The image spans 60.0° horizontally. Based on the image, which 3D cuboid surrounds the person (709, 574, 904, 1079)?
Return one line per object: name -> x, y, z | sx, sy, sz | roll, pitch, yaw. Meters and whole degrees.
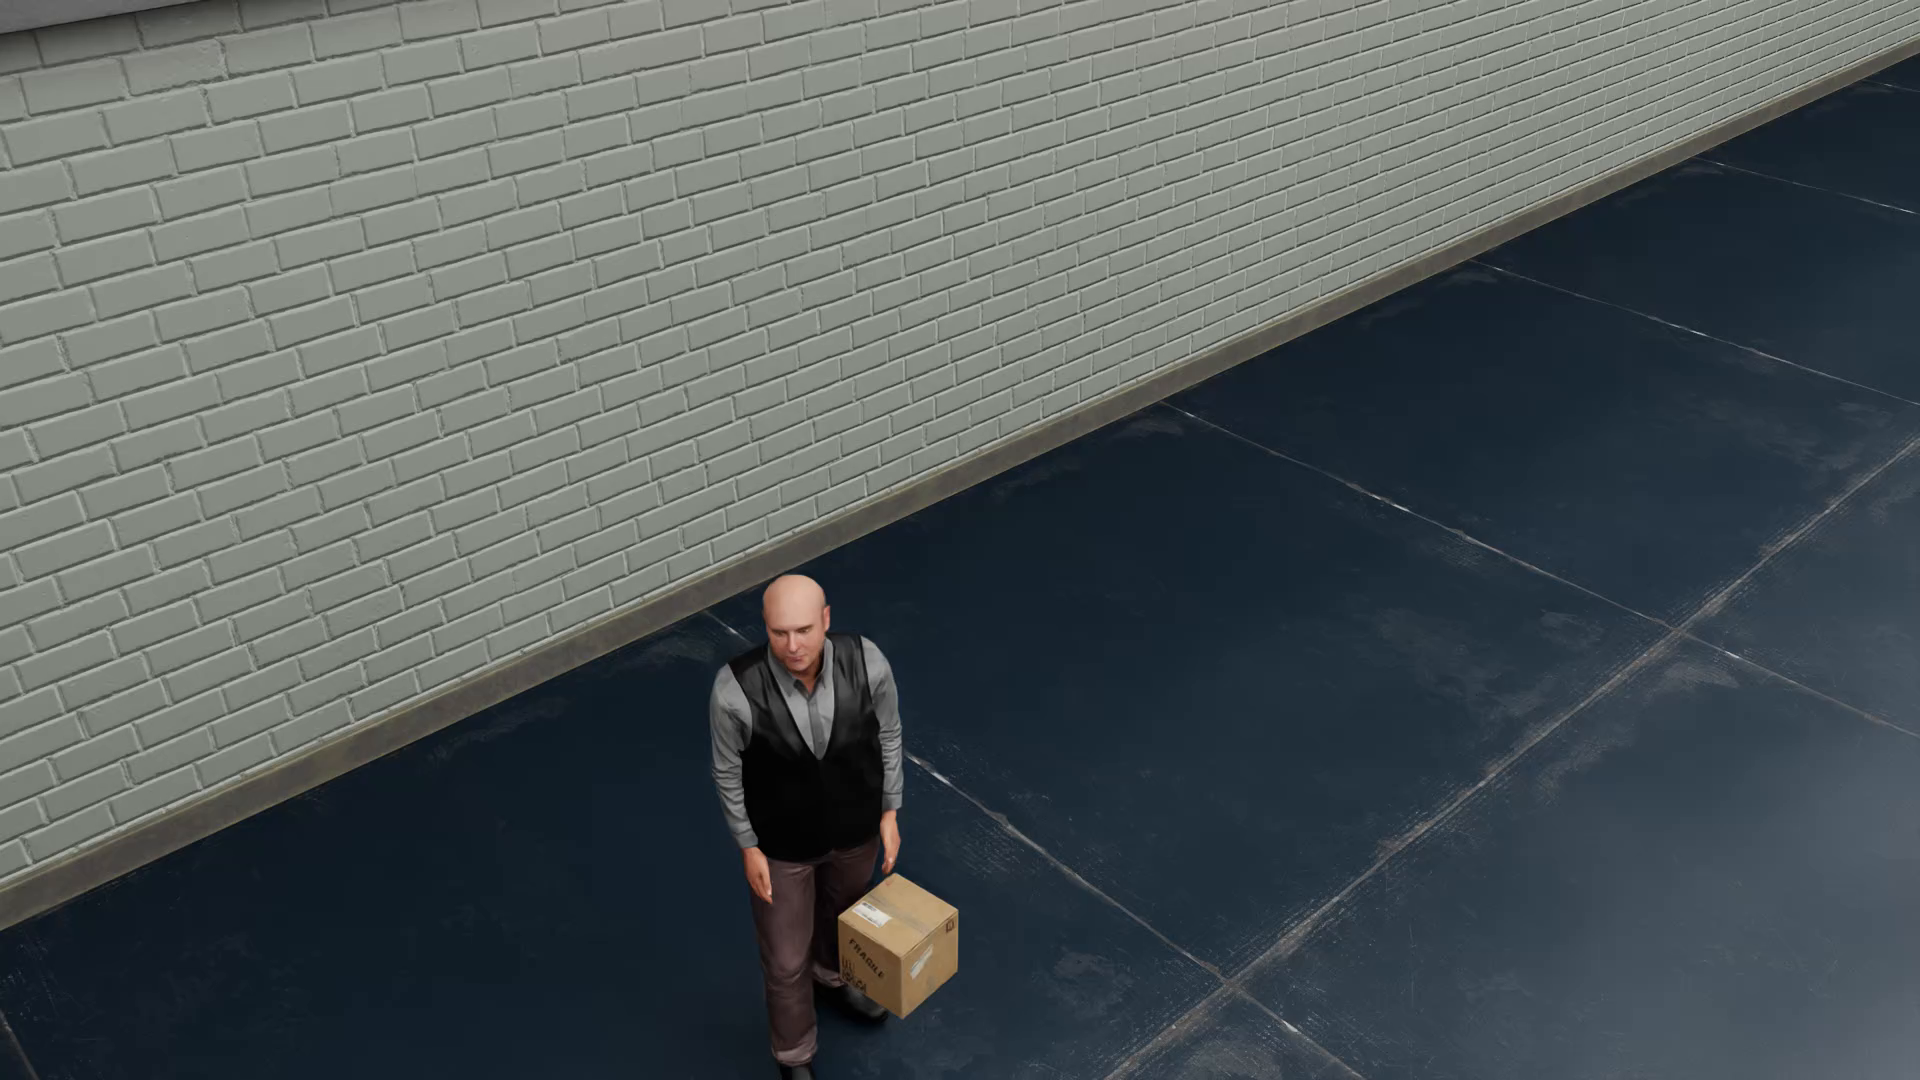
person -> -0.407, 0.850, 4.770 | 0.549, 1.725, 0.564 | -13, 34, -21
